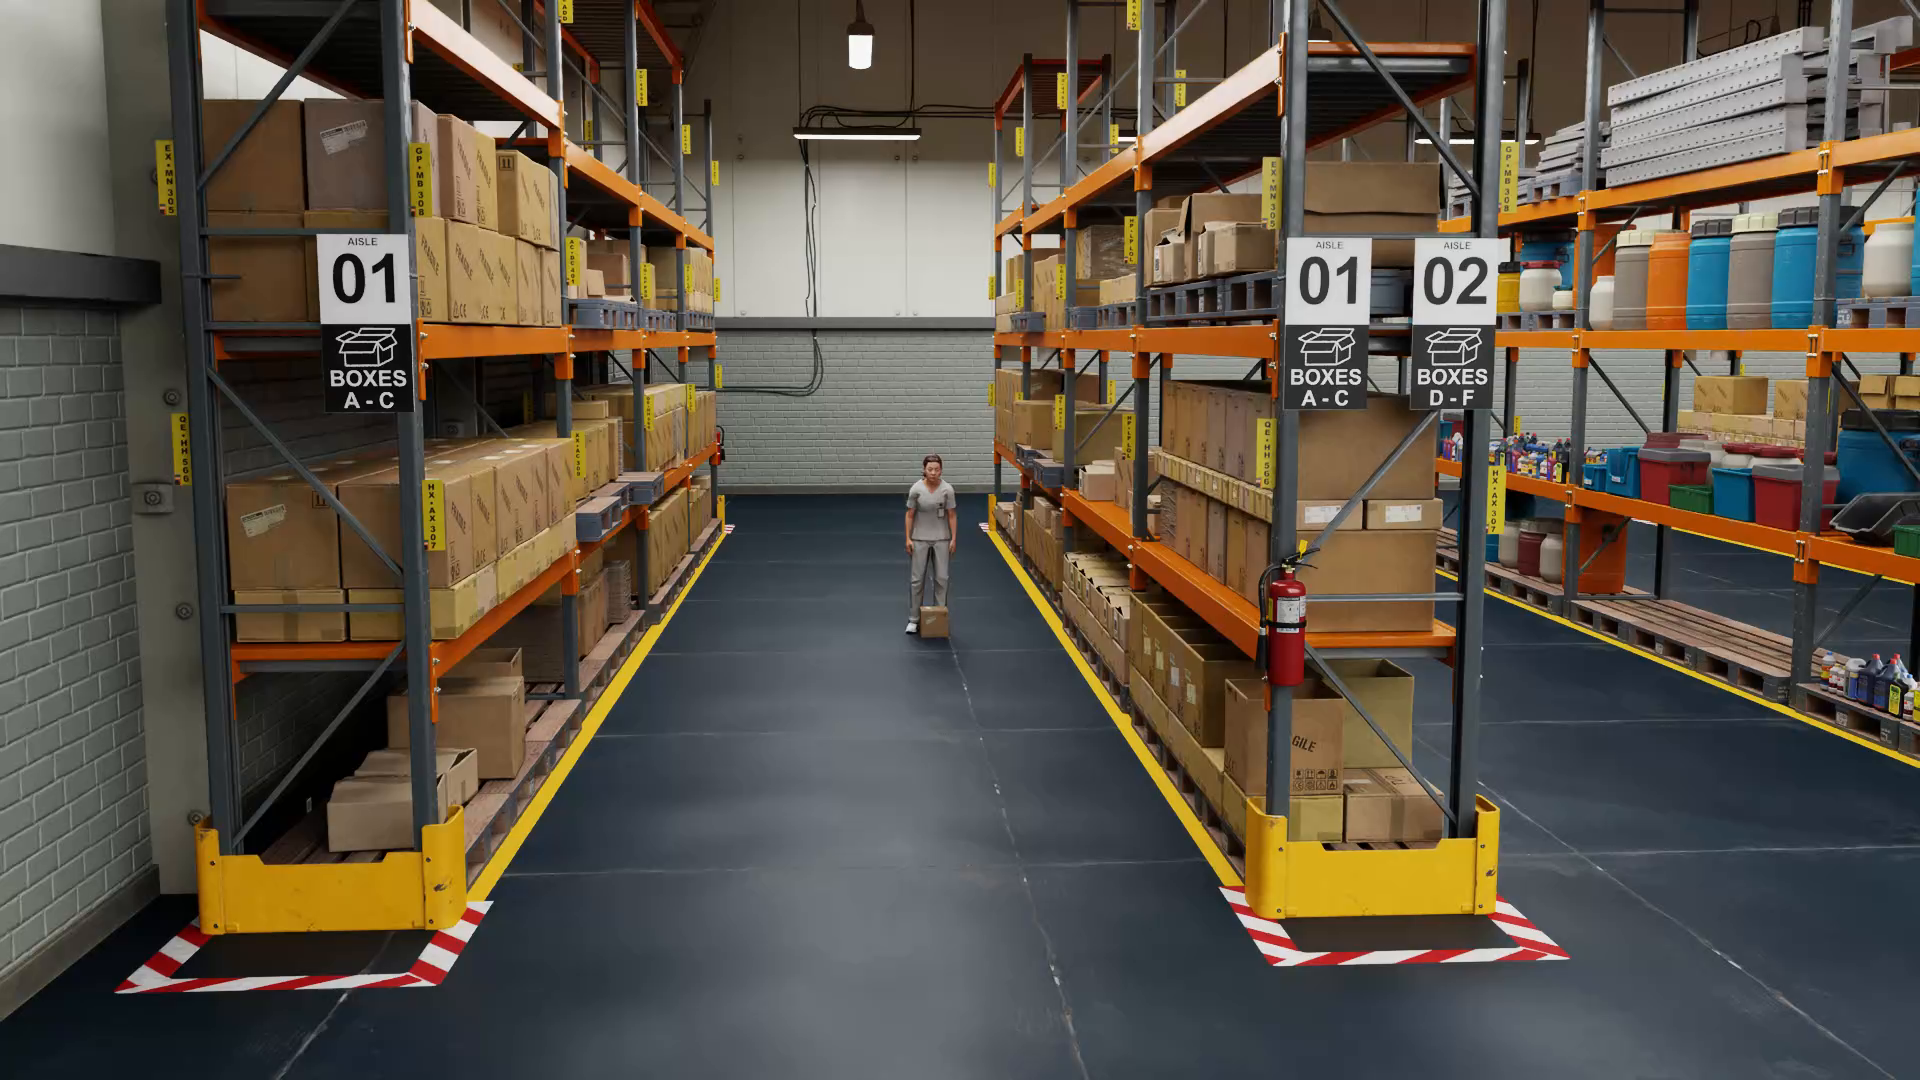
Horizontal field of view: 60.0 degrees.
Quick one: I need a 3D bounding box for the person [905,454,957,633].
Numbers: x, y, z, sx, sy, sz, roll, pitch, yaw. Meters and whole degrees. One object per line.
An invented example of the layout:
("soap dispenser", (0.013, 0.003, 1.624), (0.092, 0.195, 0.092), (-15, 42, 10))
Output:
("person", (-0.269, 0.026, 15.542), (0.485, 1.673, 0.406), (0, 7, -3))
